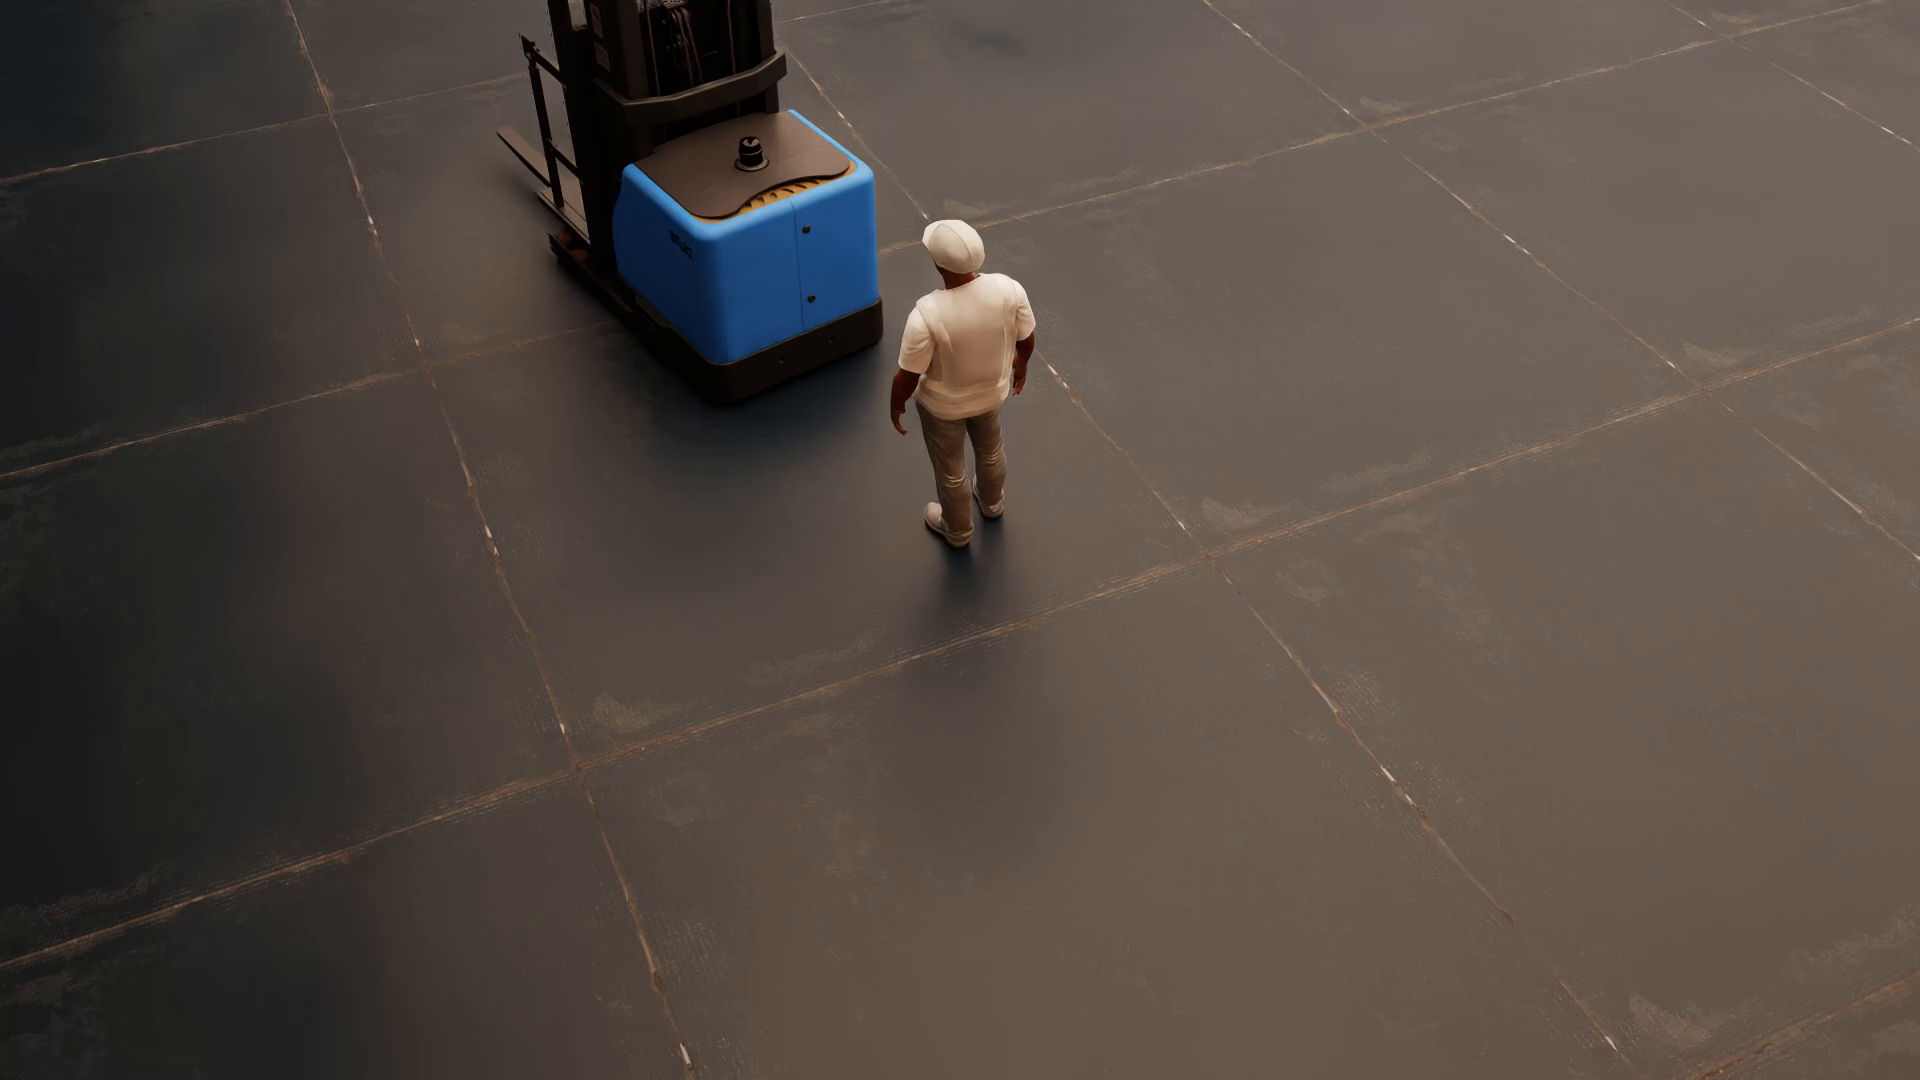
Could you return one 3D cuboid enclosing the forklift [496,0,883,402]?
[{"bbox_3d":[-1.686,-2.735,8.611,1.130,2.935,3.031,-26,49,-26],"label":"forklift"}]

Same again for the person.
[{"bbox_3d":[0.010,-0.669,7.196,0.665,1.706,0.420,-18,46,-18],"label":"person"}]
